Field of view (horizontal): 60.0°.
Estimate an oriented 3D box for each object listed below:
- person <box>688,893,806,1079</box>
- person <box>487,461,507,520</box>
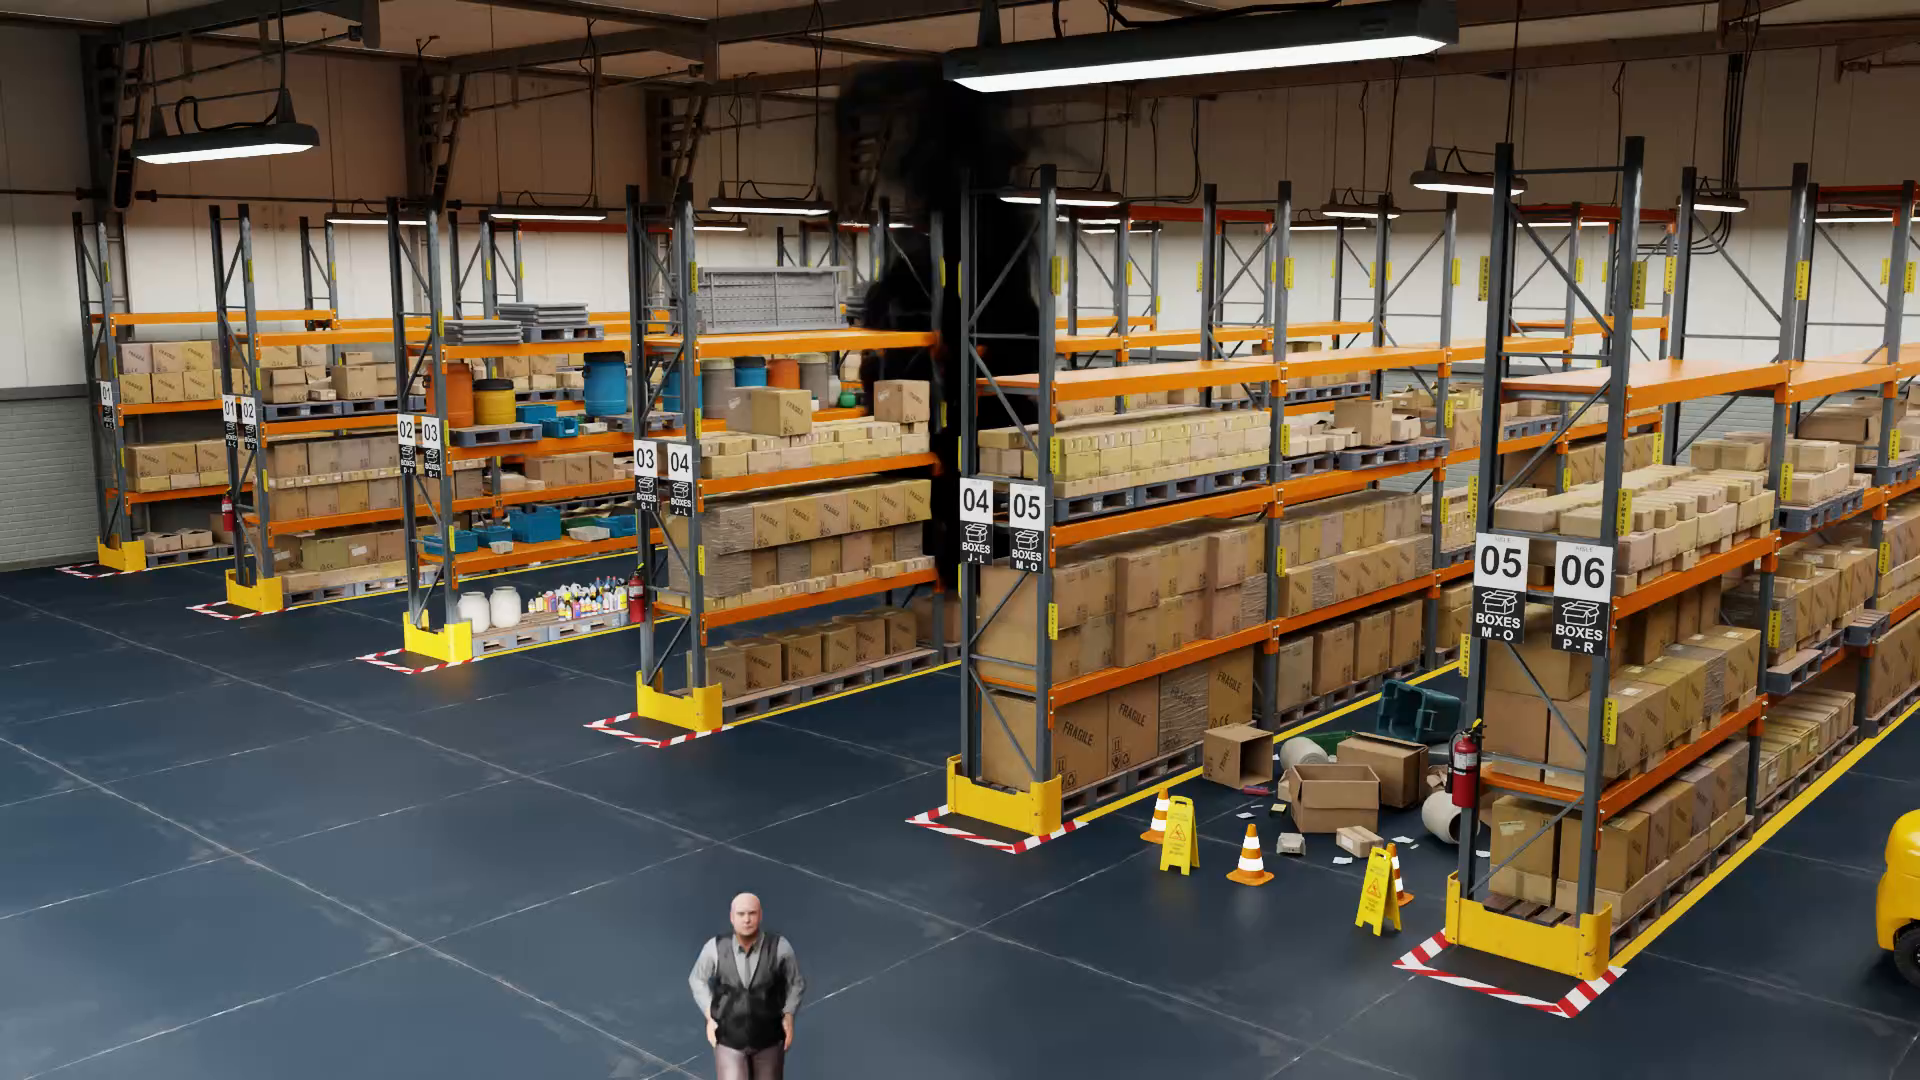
[{"bbox_3d":[-1.198,2.810,9.414,0.661,1.701,0.748,-1,10,-7],"label":"person"},{"bbox_3d":[-8.619,-0.736,31.021,0.547,1.571,0.759,6,11,32],"label":"person"}]
